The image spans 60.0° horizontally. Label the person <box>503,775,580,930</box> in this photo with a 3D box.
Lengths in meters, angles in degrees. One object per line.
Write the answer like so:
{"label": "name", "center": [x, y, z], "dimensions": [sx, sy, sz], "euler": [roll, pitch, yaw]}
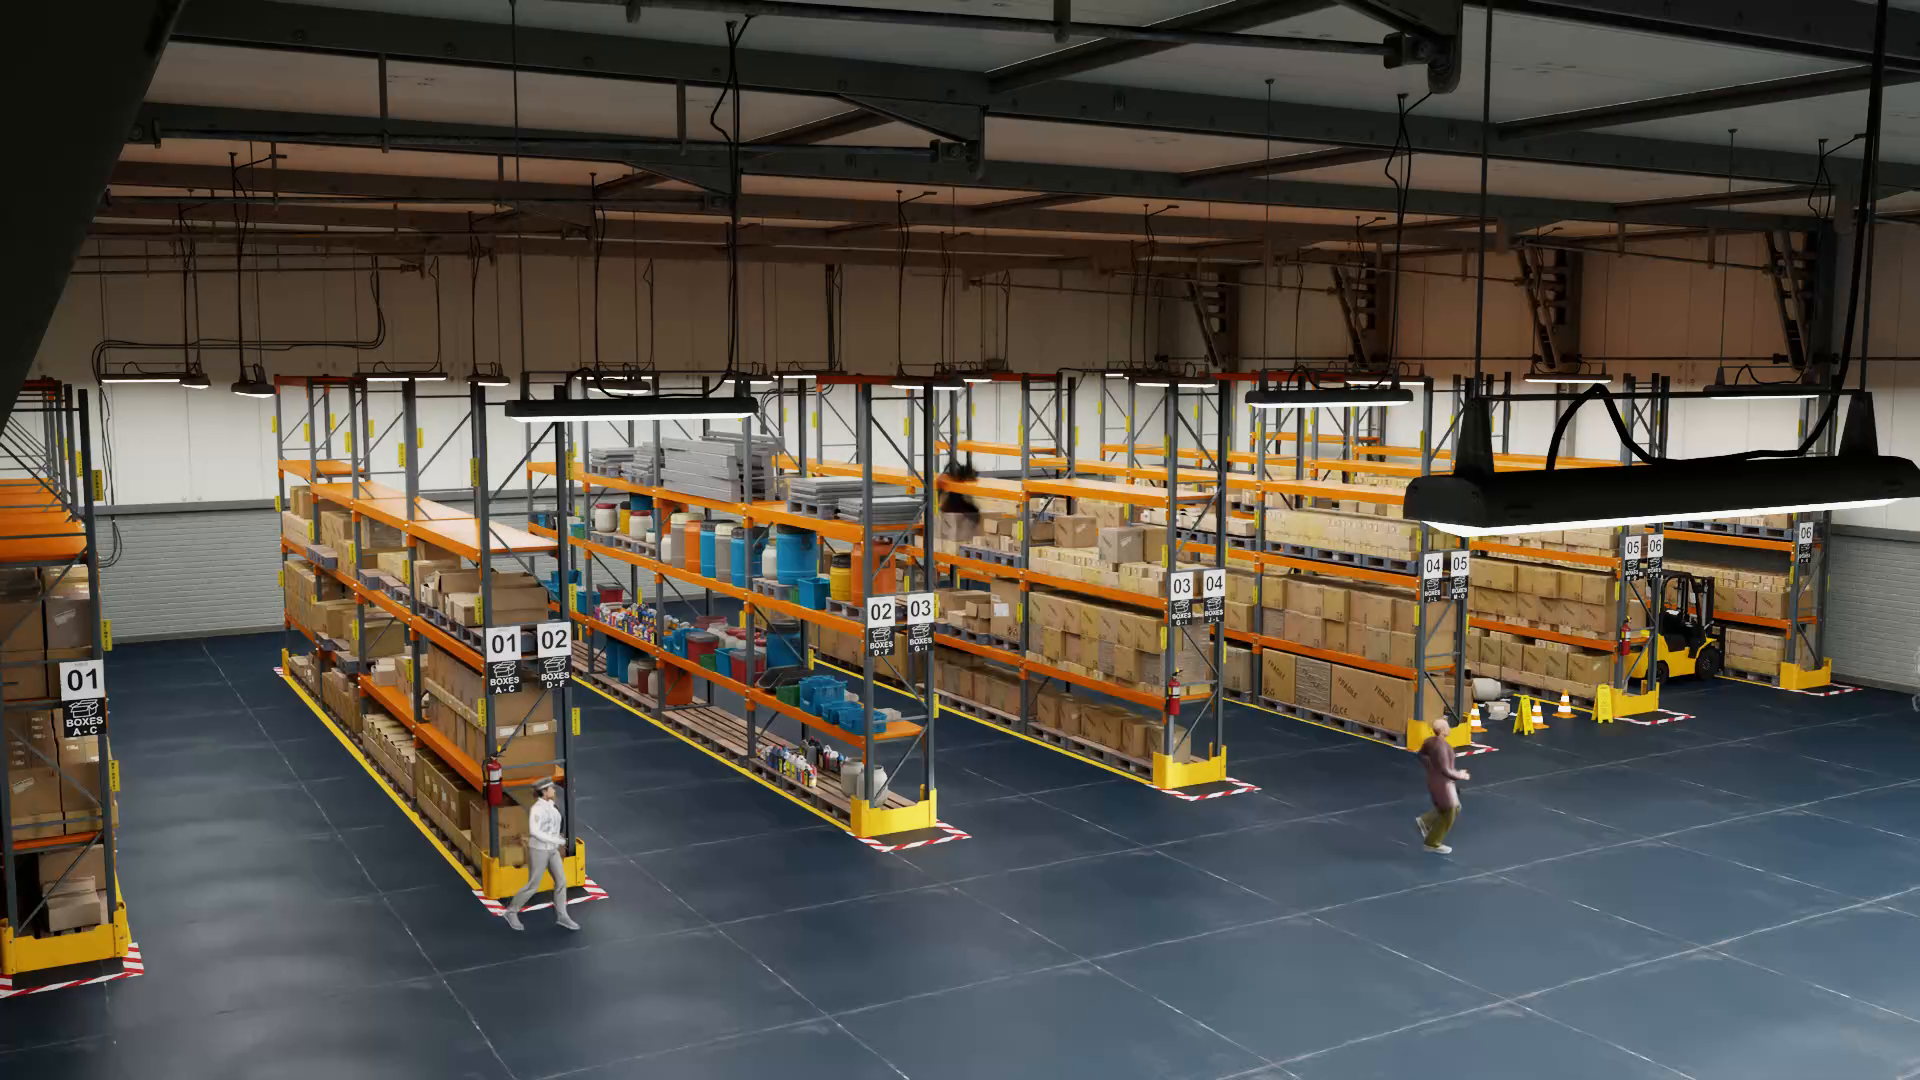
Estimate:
{"label": "person", "center": [-4.600, 3.460, 18.515], "dimensions": [0.804, 1.681, 0.675], "euler": [1, 6, 6]}

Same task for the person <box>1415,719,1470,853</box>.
{"label": "person", "center": [6.184, 3.146, 21.291], "dimensions": [0.631, 1.737, 0.705], "euler": [0, 6, 1]}
